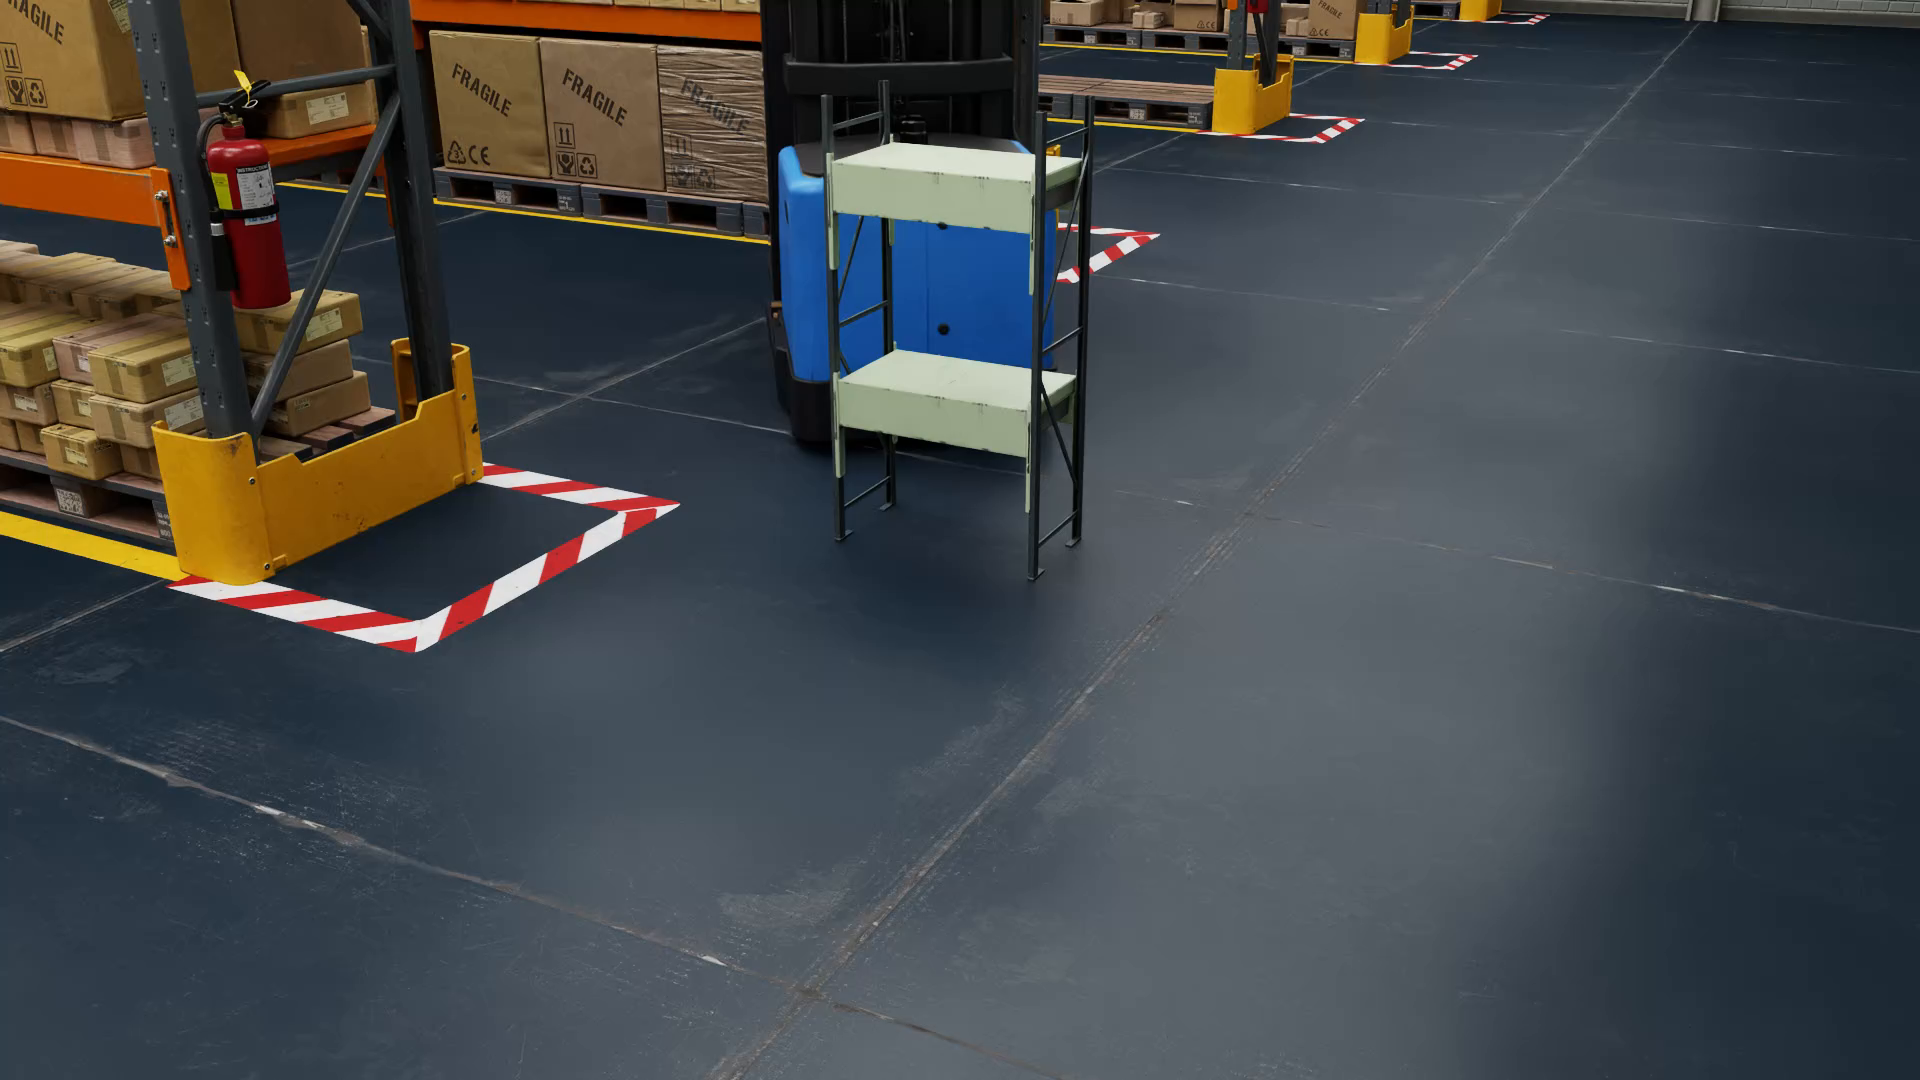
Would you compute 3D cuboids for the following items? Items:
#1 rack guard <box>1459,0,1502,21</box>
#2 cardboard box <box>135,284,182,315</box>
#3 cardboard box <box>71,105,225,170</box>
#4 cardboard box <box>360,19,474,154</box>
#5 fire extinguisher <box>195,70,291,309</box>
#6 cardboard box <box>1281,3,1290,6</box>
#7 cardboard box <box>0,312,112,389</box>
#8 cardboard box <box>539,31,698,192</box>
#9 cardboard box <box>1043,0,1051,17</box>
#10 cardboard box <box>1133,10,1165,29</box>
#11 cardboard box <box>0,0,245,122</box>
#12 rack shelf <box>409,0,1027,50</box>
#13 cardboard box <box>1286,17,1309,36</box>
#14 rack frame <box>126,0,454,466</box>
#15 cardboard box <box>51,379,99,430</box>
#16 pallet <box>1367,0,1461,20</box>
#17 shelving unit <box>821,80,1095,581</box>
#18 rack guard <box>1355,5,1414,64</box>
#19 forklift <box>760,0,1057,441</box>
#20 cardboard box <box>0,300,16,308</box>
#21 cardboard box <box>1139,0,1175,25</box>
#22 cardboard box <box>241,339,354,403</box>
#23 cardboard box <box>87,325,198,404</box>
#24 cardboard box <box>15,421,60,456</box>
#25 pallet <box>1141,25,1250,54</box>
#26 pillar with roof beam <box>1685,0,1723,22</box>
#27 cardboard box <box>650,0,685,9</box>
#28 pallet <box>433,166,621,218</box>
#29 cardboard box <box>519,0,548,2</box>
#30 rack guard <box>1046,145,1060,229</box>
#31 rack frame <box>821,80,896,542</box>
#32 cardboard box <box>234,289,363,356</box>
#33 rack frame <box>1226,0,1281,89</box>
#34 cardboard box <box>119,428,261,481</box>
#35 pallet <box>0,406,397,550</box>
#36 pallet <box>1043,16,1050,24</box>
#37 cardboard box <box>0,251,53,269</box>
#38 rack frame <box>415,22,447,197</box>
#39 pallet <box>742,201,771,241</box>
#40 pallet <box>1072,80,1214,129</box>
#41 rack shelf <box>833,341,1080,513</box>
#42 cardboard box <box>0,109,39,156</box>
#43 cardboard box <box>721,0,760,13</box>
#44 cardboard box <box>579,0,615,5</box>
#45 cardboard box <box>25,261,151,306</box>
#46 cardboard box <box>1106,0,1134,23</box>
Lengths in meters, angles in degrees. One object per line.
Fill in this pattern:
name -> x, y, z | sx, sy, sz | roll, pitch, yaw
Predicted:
rack guard -> 6.920, -7.193, 22.025 | 0.348, 0.500, 1.175 | 11, 25, 25
cardboard box -> -2.916, -0.905, 6.392 | 0.250, 0.149, 0.380 | 11, 25, 24
cardboard box -> -2.553, -1.287, 5.263 | 0.250, 0.149, 0.380 | 11, 25, 25
cardboard box -> -3.957, -3.186, 11.586 | 0.875, 0.875, 1.225 | 11, 26, 25
fire extinguisher -> -2.118, -1.030, 4.915 | 0.183, 0.674, 0.296 | 11, 25, 25
cardboard box -> 3.417, -5.926, 18.802 | 0.500, 0.250, 0.500 | 11, 25, 25
cardboard box -> -3.208, -0.669, 5.837 | 0.250, 0.149, 0.380 | 11, 25, 23
cardboard box -> -2.020, -2.776, 10.623 | 0.875, 0.875, 0.875 | 11, 25, 25
cardboard box -> 0.775, -6.546, 19.941 | 0.500, 0.500, 0.500 | 10, 25, 22
cardboard box -> 2.150, -5.923, 18.903 | 0.250, 0.166, 0.380 | 11, 25, 25
cardboard box -> -2.652, -1.616, 5.208 | 0.500, 0.500, 0.500 | 12, 26, 26
rack shelf -> -1.592, -3.180, 10.314 | 4.000, 0.370, 1.077 | 11, 25, 25
cardboard box -> 3.749, -5.628, 18.210 | 0.250, 0.166, 0.380 | 11, 25, 25
rack frame -> -2.135, -1.443, 5.311 | 0.127, 3.000, 1.000 | 11, 25, 25
cardboard box -> -2.944, -0.520, 5.866 | 0.250, 0.149, 0.380 | 11, 25, 23
pallet -> 6.149, -7.178, 22.359 | 1.213, 0.211, 1.003 | 11, 25, 25
shelving unit -> -0.006, -0.691, 5.459 | 0.755, 1.500, 0.431 | 11, 25, 25
rack guard -> 4.599, -5.480, 17.997 | 0.348, 0.500, 1.175 | 11, 25, 25
forklift -> -0.345, -2.277, 7.359 | 1.130, 2.935, 3.031 | -3, 23, -8
cardboard box -> -3.676, -0.765, 6.062 | 0.250, 0.149, 0.380 | 12, 26, 26
cardboard box -> 2.402, -6.154, 19.262 | 0.500, 0.311, 0.500 | 11, 25, 25
cardboard box -> -2.487, -0.644, 6.157 | 0.250, 0.149, 0.380 | 12, 26, 27
cardboard box -> -2.722, -0.603, 5.682 | 0.250, 0.149, 0.380 | 12, 26, 25
cardboard box -> -3.171, -0.432, 6.038 | 0.250, 0.149, 0.380 | 11, 25, 24
pallet -> 2.802, -5.703, 18.891 | 1.213, 0.211, 1.003 | 11, 25, 25
pillar with roof beam -> 7.756, -9.430, 16.426 | 0.400, 9.000, 9.100 | 11, 25, 25
cardboard box -> -1.637, -3.260, 9.904 | 0.250, 0.149, 0.380 | 12, 26, 26
pallet -> -2.733, -2.419, 11.169 | 1.213, 0.211, 1.003 | 11, 25, 25
cardboard box -> -2.557, -3.442, 10.331 | 0.250, 0.149, 0.380 | 10, 25, 23
rack guard -> 0.215, -2.003, 9.822 | 0.348, 0.500, 1.175 | 11, 25, 25
rack frame -> -0.333, -0.756, 5.611 | 0.023, 1.500, 0.400 | 11, 25, 25
cardboard box -> -2.449, -0.810, 6.167 | 0.250, 0.149, 0.380 | 10, 25, 22
rack frame -> 2.428, -4.888, 13.410 | 0.127, 3.000, 1.000 | 11, 25, 25
cardboard box -> -2.699, -0.345, 5.834 | 0.250, 0.149, 0.380 | 12, 26, 25
pallet -> -2.912, -0.329, 6.255 | 1.213, 0.211, 1.003 | 11, 25, 25
pallet -> 0.354, -6.170, 19.990 | 1.213, 0.211, 1.003 | 11, 25, 25
cardboard box -> -3.900, -1.046, 6.723 | 0.250, 0.149, 0.380 | 11, 26, 25
rack frame -> -3.376, -3.864, 11.003 | 0.127, 3.000, 1.000 | 11, 25, 25
pallet -> -0.556, -1.988, 10.156 | 1.213, 0.211, 1.003 | 11, 25, 25
pallet -> 1.710, -3.764, 14.330 | 1.213, 0.211, 1.003 | 11, 25, 25
rack shelf -> -0.006, -0.391, 5.587 | 0.720, 0.370, 0.431 | 11, 25, 25
cardboard box -> -2.989, -1.383, 5.489 | 0.250, 0.149, 0.380 | 11, 25, 24
cardboard box -> -1.185, -3.170, 9.692 | 0.250, 0.149, 0.380 | 11, 25, 23
cardboard box -> -2.106, -3.351, 10.119 | 0.250, 0.149, 0.380 | 12, 26, 25
cardboard box -> -3.418, -0.973, 6.550 | 0.250, 0.149, 0.380 | 12, 26, 27
cardboard box -> 1.733, -6.374, 19.537 | 0.500, 0.500, 0.500 | 11, 25, 25
